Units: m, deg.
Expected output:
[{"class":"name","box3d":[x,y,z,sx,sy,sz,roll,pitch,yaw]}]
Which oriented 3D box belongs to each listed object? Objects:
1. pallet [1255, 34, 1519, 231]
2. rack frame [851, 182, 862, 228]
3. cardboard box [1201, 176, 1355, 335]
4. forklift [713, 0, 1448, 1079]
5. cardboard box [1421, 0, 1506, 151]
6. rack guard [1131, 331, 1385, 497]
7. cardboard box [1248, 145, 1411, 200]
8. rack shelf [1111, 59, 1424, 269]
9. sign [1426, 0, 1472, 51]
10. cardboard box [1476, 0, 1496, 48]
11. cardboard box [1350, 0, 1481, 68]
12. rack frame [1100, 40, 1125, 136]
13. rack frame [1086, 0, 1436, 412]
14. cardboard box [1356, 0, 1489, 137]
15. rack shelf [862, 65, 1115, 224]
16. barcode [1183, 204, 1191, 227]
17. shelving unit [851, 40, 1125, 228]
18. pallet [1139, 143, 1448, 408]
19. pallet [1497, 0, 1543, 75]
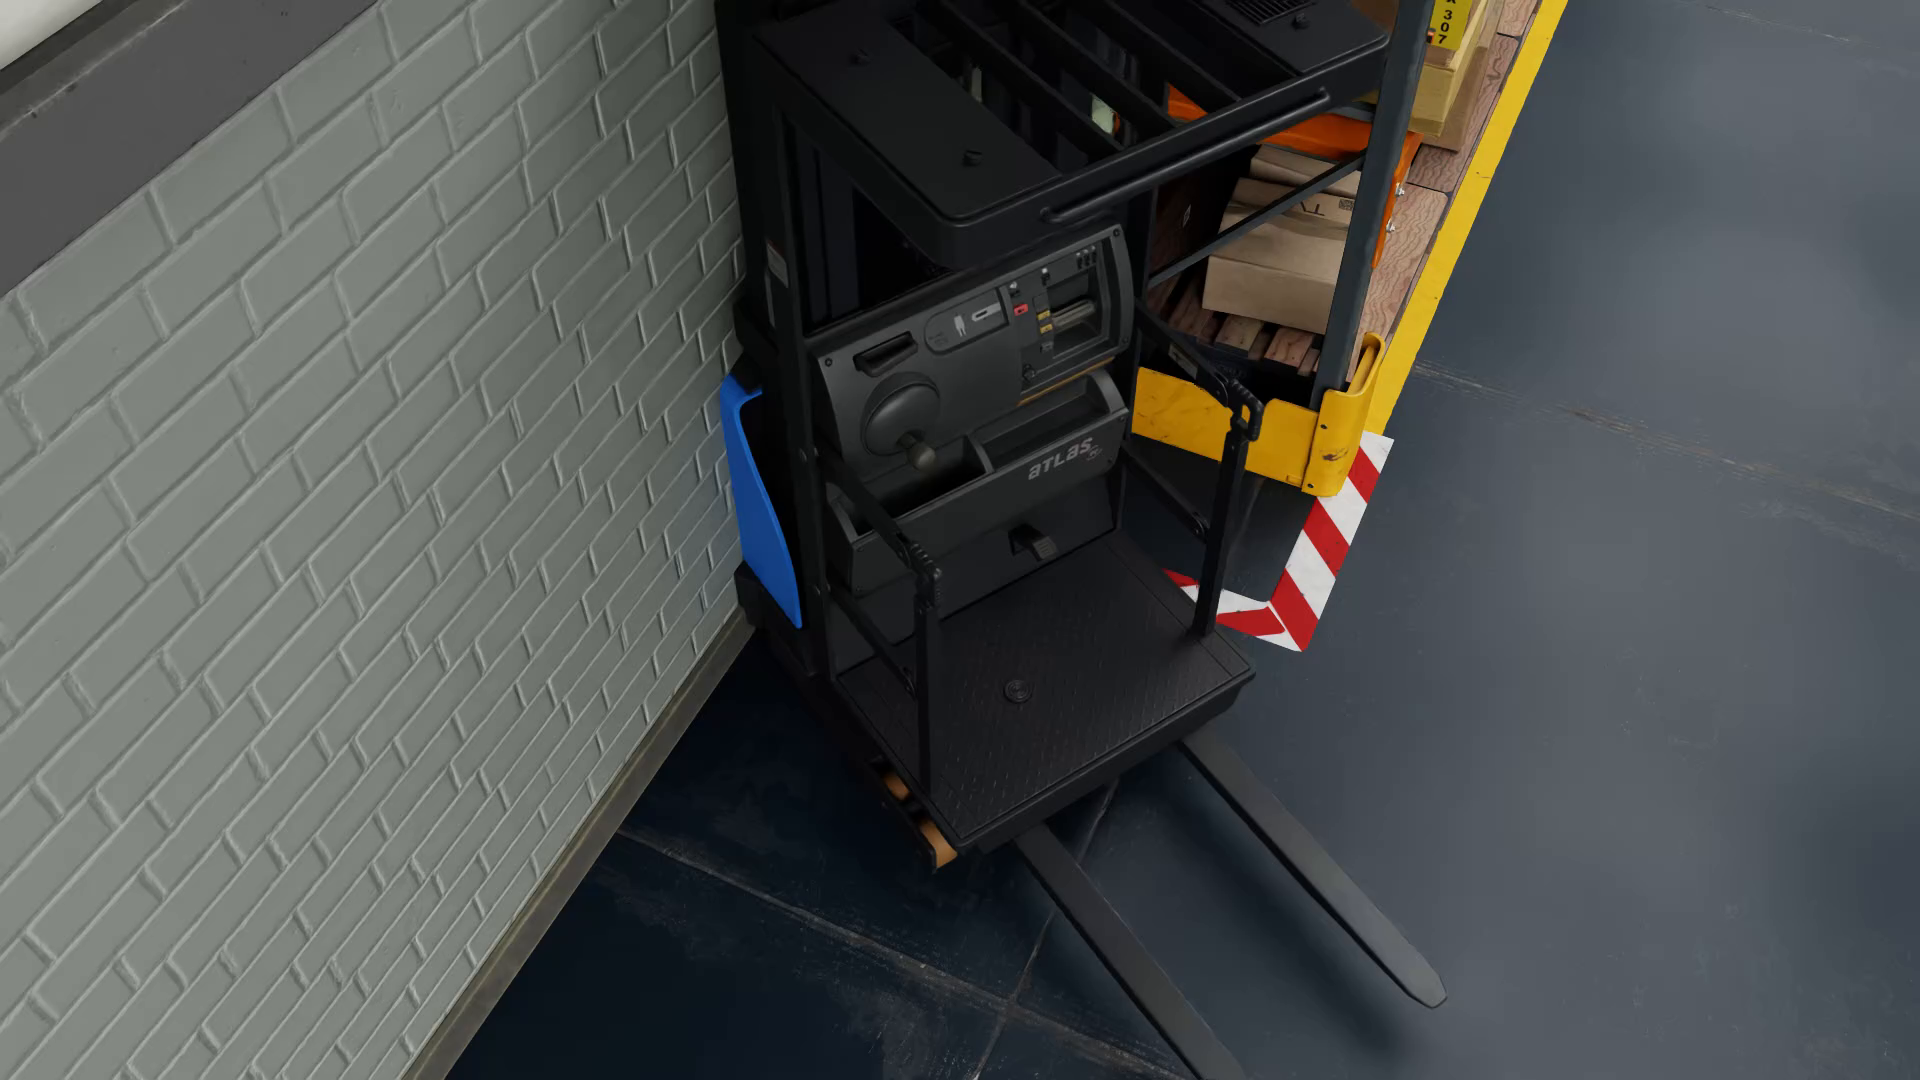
[{"class":"pallet","box3d":[1.769,-1.896,7.225,1.003,0.211,1.213,20,52,16]},{"class":"rack frame","box3d":[-0.201,-0.710,5.178,0.400,1.500,0.023,36,55,25]},{"class":"cardboard box","box3d":[1.212,-1.081,6.176,0.500,0.311,0.500,14,51,12]},{"class":"forklift","box3d":[0.178,-0.404,4.169,1.130,2.935,3.031,-27,55,-21]},{"class":"cardboard box","box3d":[1.814,-2.023,6.855,0.700,0.500,0.500,17,52,14]},{"class":"rack guard","box3d":[0.868,-0.604,5.936,1.175,0.500,0.348,20,52,16]},{"class":"cardboard box","box3d":[1.456,-1.473,6.511,0.500,0.311,0.500,24,54,19]},{"class":"rack shelf","box3d":[1.690,-2.506,6.385,1.077,0.370,4.000,20,52,16]},{"class":"sign","box3d":[1.326,-1.466,4.460,0.100,0.325,0.005,20,52,16]},{"class":"cardboard box","box3d":[1.540,-1.915,5.495,0.500,0.250,0.500,18,52,15]},{"class":"cardboard box","box3d":[1.311,-1.794,4.900,0.500,0.500,0.500,20,52,16]},{"class":"rack frame","box3d":[0.292,-1.091,5.562,0.400,1.500,0.023,36,55,25]},{"class":"rack frame","box3d":[0.835,-1.362,4.940,1.000,3.000,0.127,20,52,16]},{"class":"cardboard box","box3d":[1.331,-1.553,5.187,0.500,0.250,0.500,18,52,15]},{"class":"rack shelf","box3d":[0.070,-1.160,5.080,0.431,0.370,0.720,36,55,25]},{"class":"barcode","box3d":[0.858,-1.226,6.294,0.001,0.075,0.075,20,52,16]},{"class":"shelving unit","box3d":[0.045,-0.900,5.370,0.431,1.500,0.755,36,55,25]},{"class":"pallet","box3d":[1.247,-1.059,6.512,1.003,0.211,1.213,20,52,16]},{"class":"pallet","box3d":[2.289,-2.739,7.942,1.003,0.211,1.213,20,52,16]}]
